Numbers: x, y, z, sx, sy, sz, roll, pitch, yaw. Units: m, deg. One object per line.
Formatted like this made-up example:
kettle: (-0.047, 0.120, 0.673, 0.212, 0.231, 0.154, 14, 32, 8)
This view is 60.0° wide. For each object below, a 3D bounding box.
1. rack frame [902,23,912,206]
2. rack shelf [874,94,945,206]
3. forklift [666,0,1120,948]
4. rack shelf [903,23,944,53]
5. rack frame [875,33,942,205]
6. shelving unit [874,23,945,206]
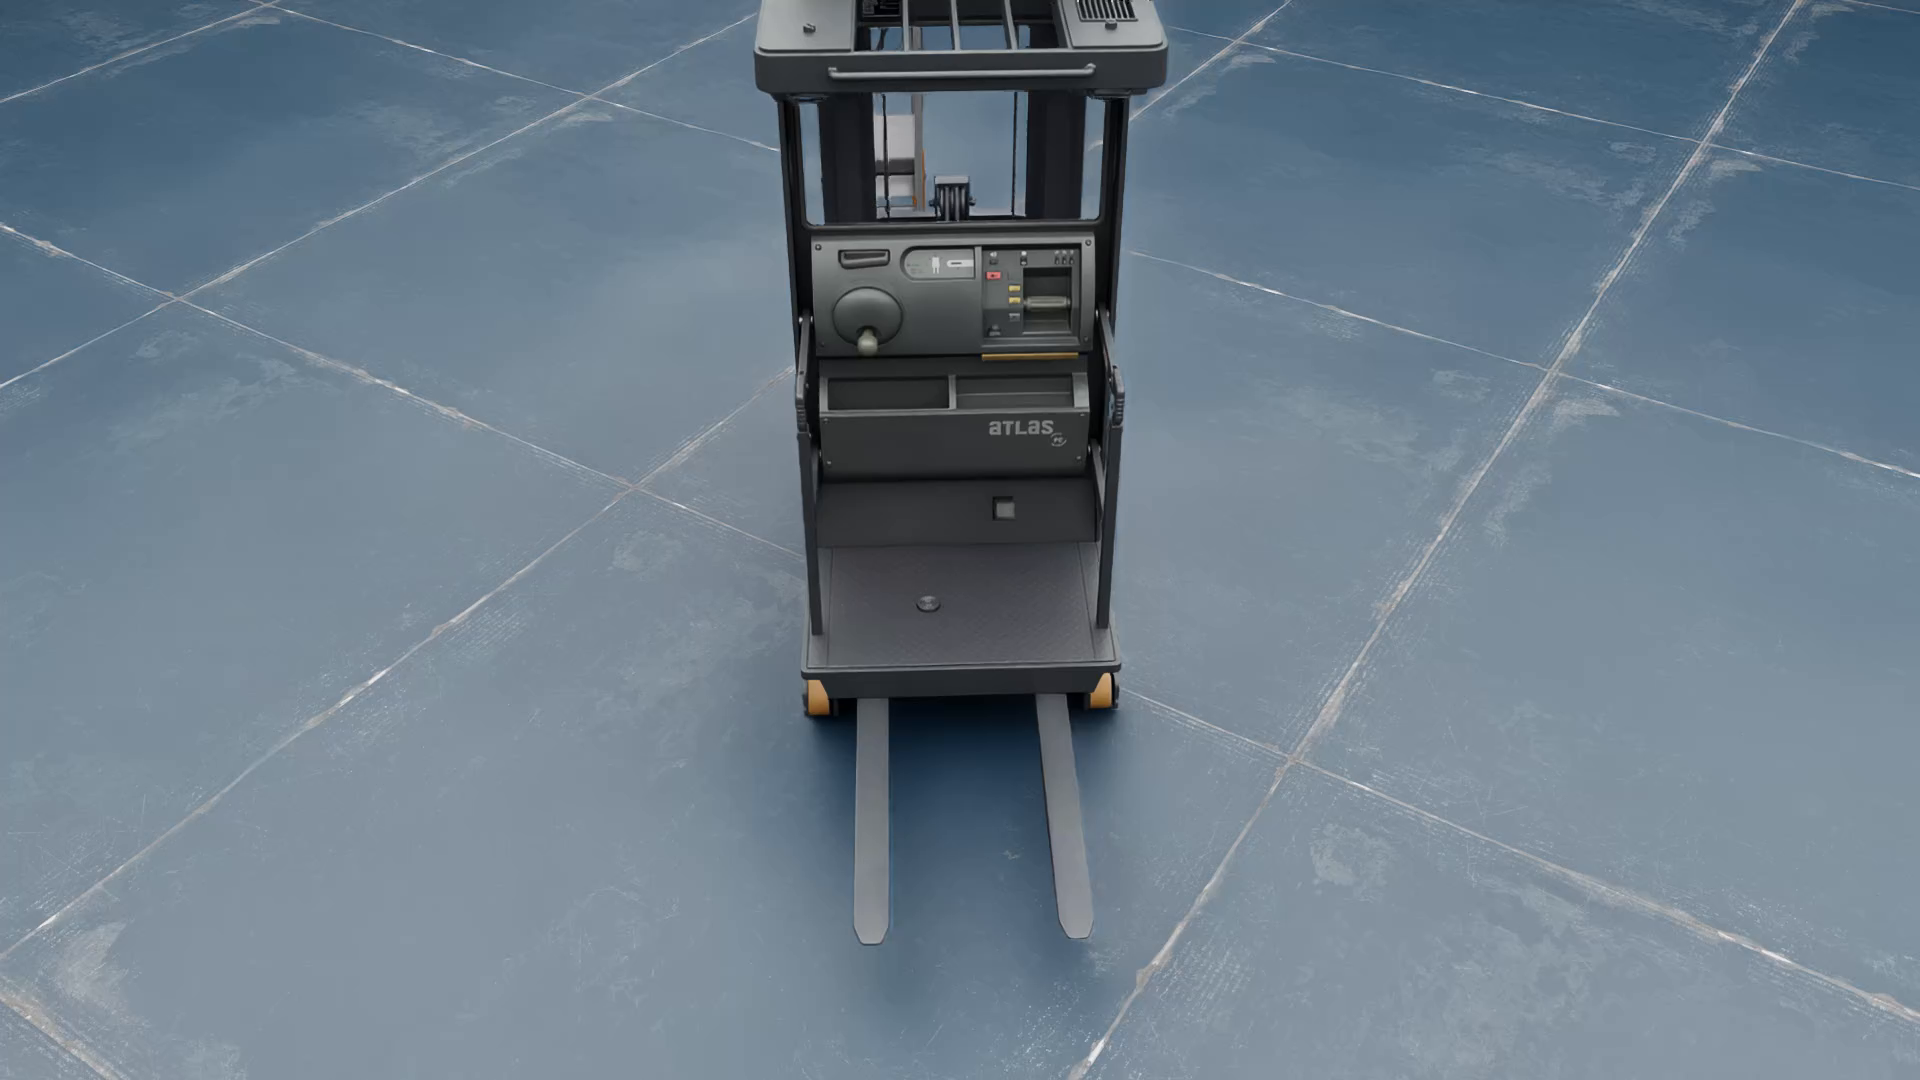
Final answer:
rack frame: (-0.398, -1.681, 7.211, 0.400, 2.100, 0.015, -10, 39, -12)
rack shelf: (-0.333, -1.527, 7.033, 0.431, 0.518, 0.480, -10, 39, -12)
forklift: (-0.169, -0.744, 5.314, 1.130, 2.935, 3.031, 8, 38, 10)
rack shelf: (-0.333, -2.081, 6.605, 0.431, 0.518, 0.480, -10, 39, -12)
rack frame: (-0.267, -1.394, 6.838, 0.400, 2.100, 0.015, -10, 39, -12)
shelving unit: (-0.333, -1.537, 7.025, 0.431, 2.100, 0.503, -10, 39, -12)
